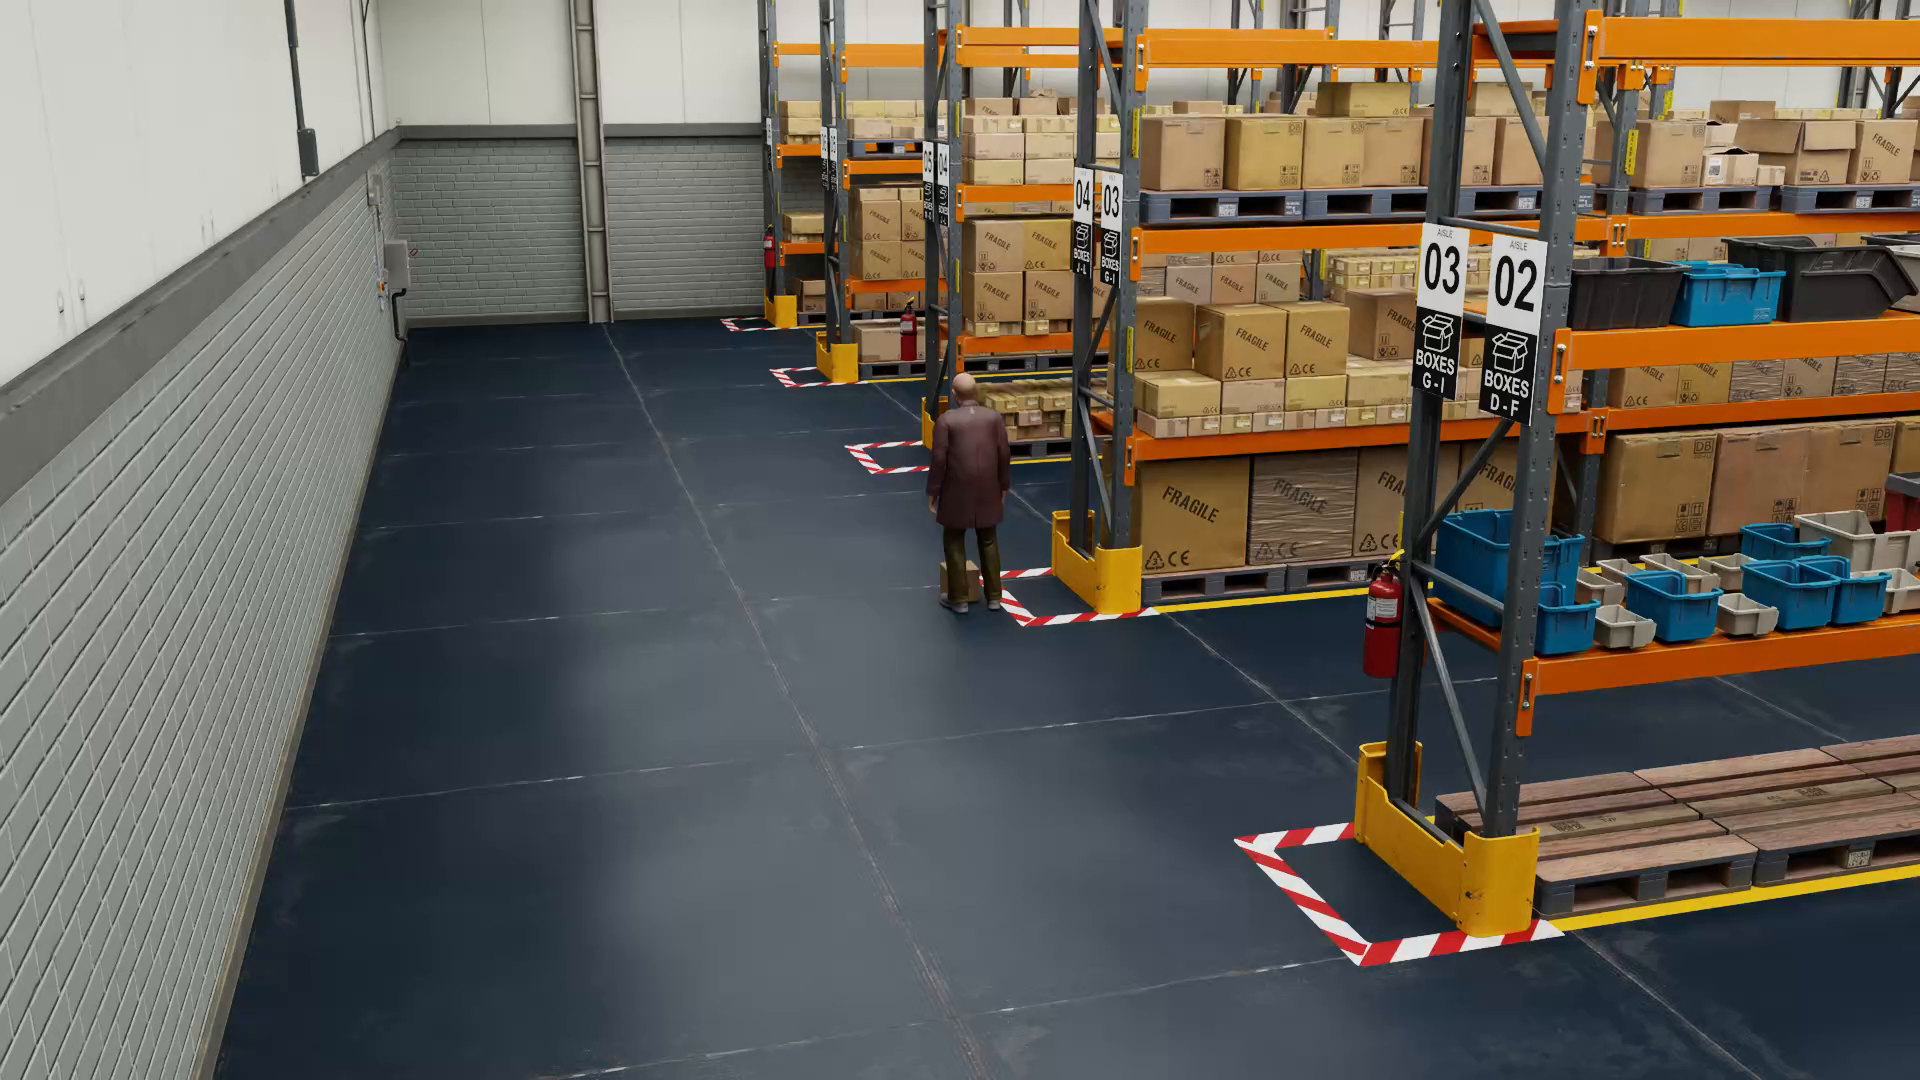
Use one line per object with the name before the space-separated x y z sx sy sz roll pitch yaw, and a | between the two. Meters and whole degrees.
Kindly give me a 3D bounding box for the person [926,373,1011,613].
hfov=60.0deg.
person | 0.065 -0.350 12.298 0.656 1.774 0.416 -5 16 -17
